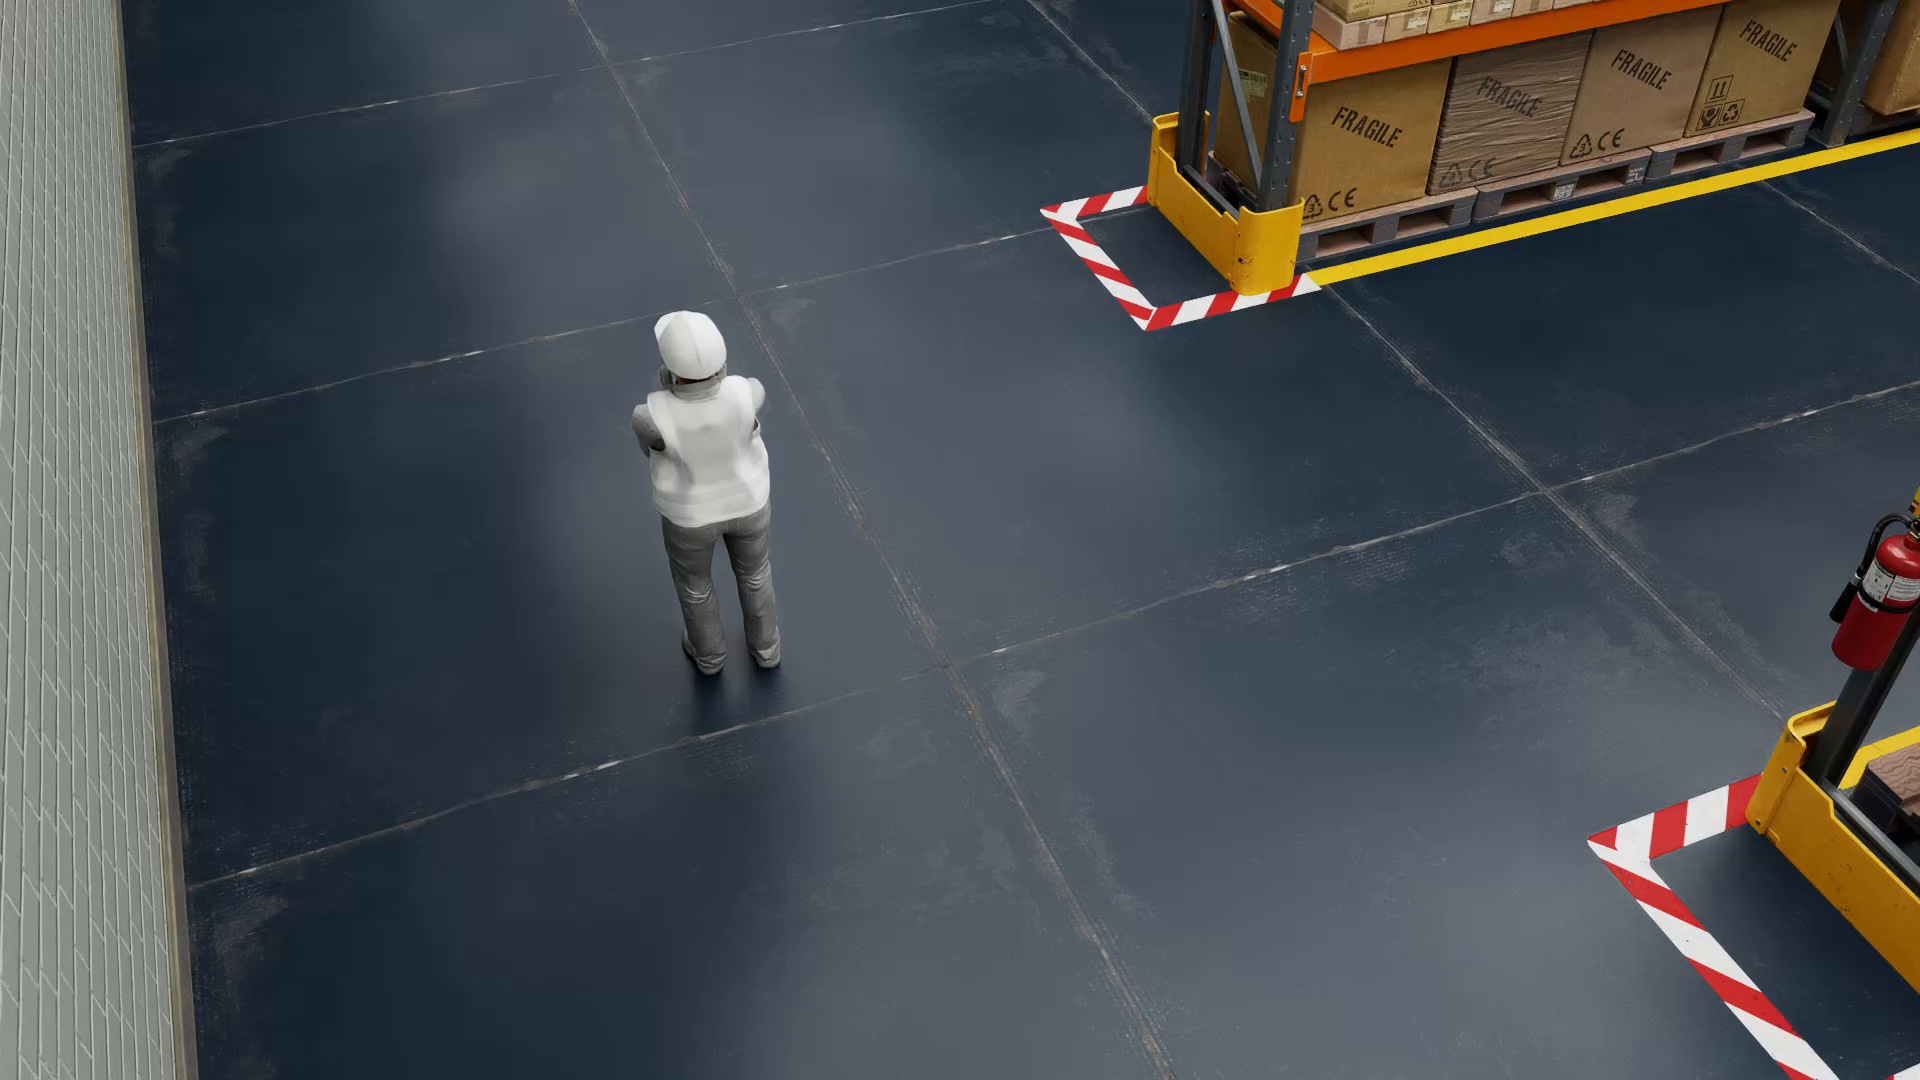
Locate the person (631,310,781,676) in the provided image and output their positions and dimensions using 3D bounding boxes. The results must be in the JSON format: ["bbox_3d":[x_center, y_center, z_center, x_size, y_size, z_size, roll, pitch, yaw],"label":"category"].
[{"bbox_3d":[-0.983,-0.203,6.376,0.494,1.762,0.556,-15,44,-16],"label":"person"}]
